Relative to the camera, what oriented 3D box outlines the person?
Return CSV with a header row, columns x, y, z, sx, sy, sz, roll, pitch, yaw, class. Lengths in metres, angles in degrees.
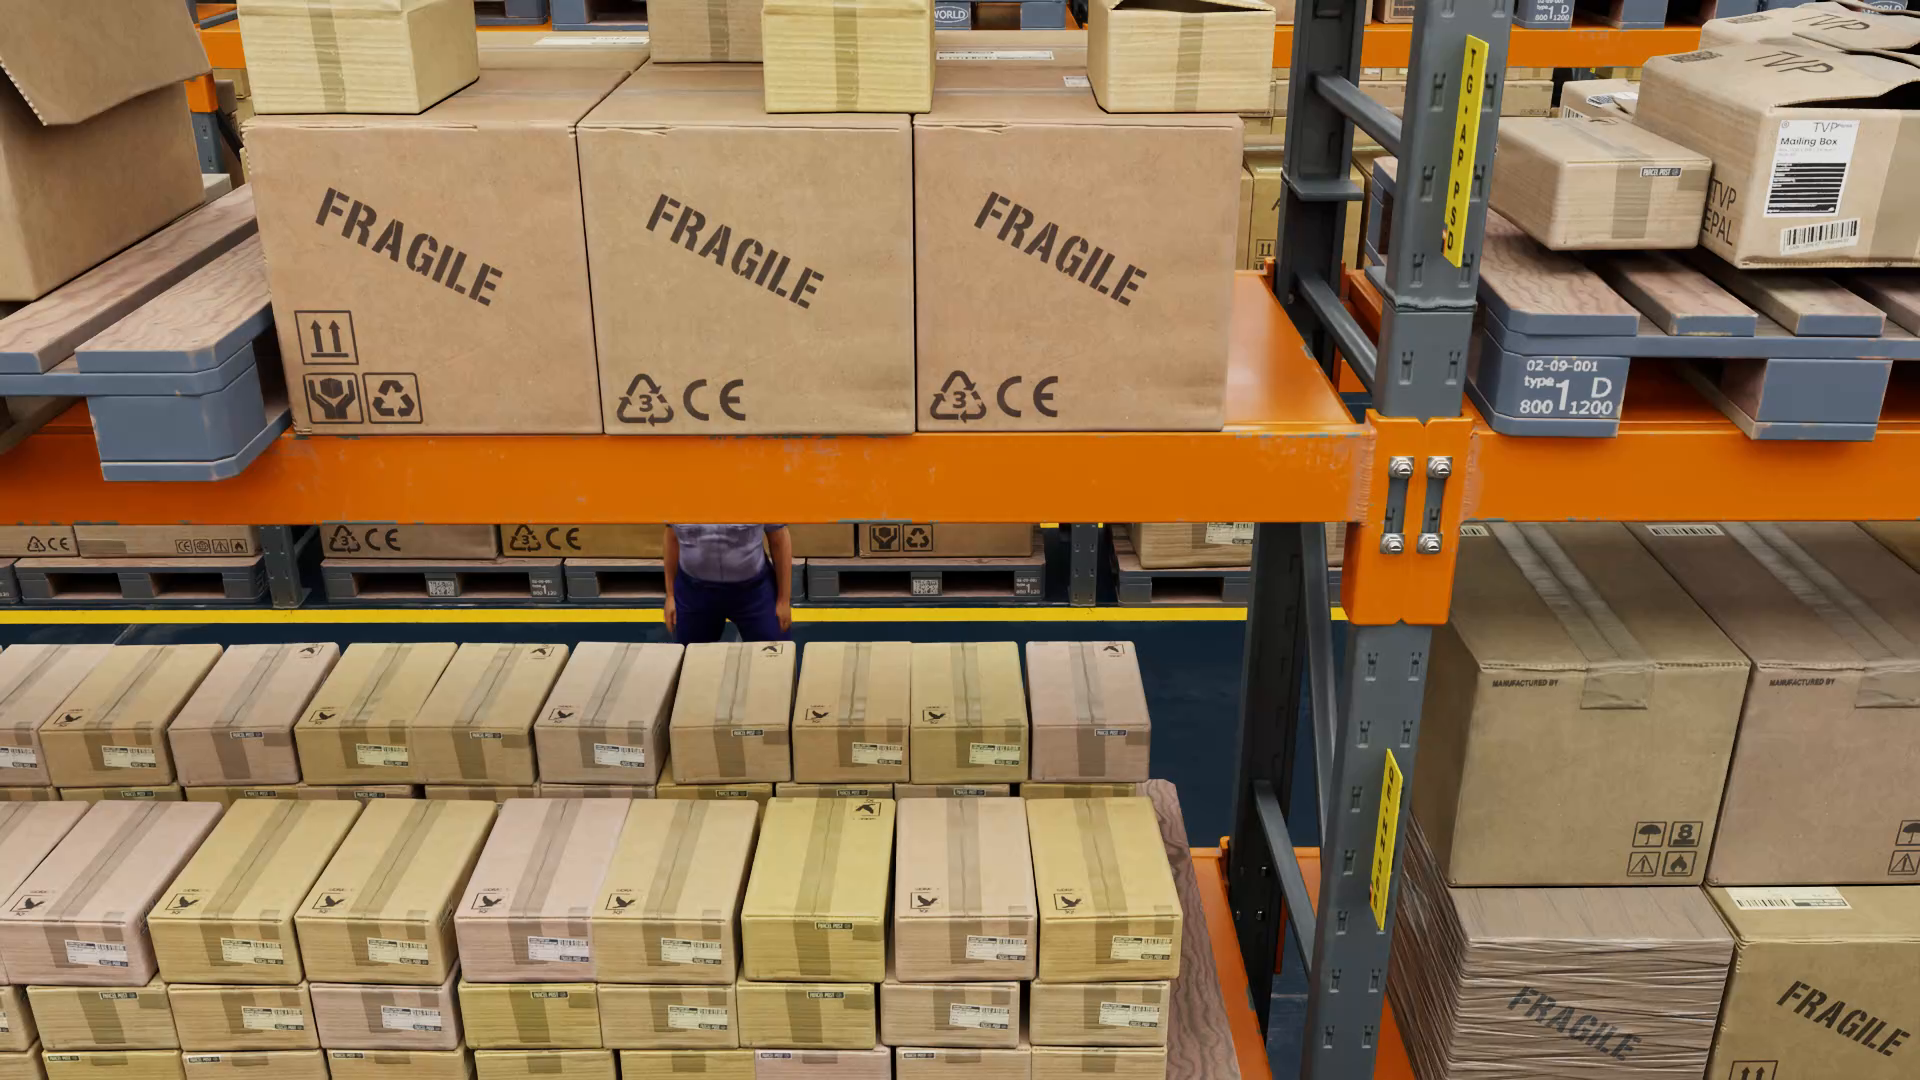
x,y,z,sx,sy,sz,roll,pitch,yaw,class
-0.859,0.236,6.578,0.657,1.660,0.523,3,24,6,person
